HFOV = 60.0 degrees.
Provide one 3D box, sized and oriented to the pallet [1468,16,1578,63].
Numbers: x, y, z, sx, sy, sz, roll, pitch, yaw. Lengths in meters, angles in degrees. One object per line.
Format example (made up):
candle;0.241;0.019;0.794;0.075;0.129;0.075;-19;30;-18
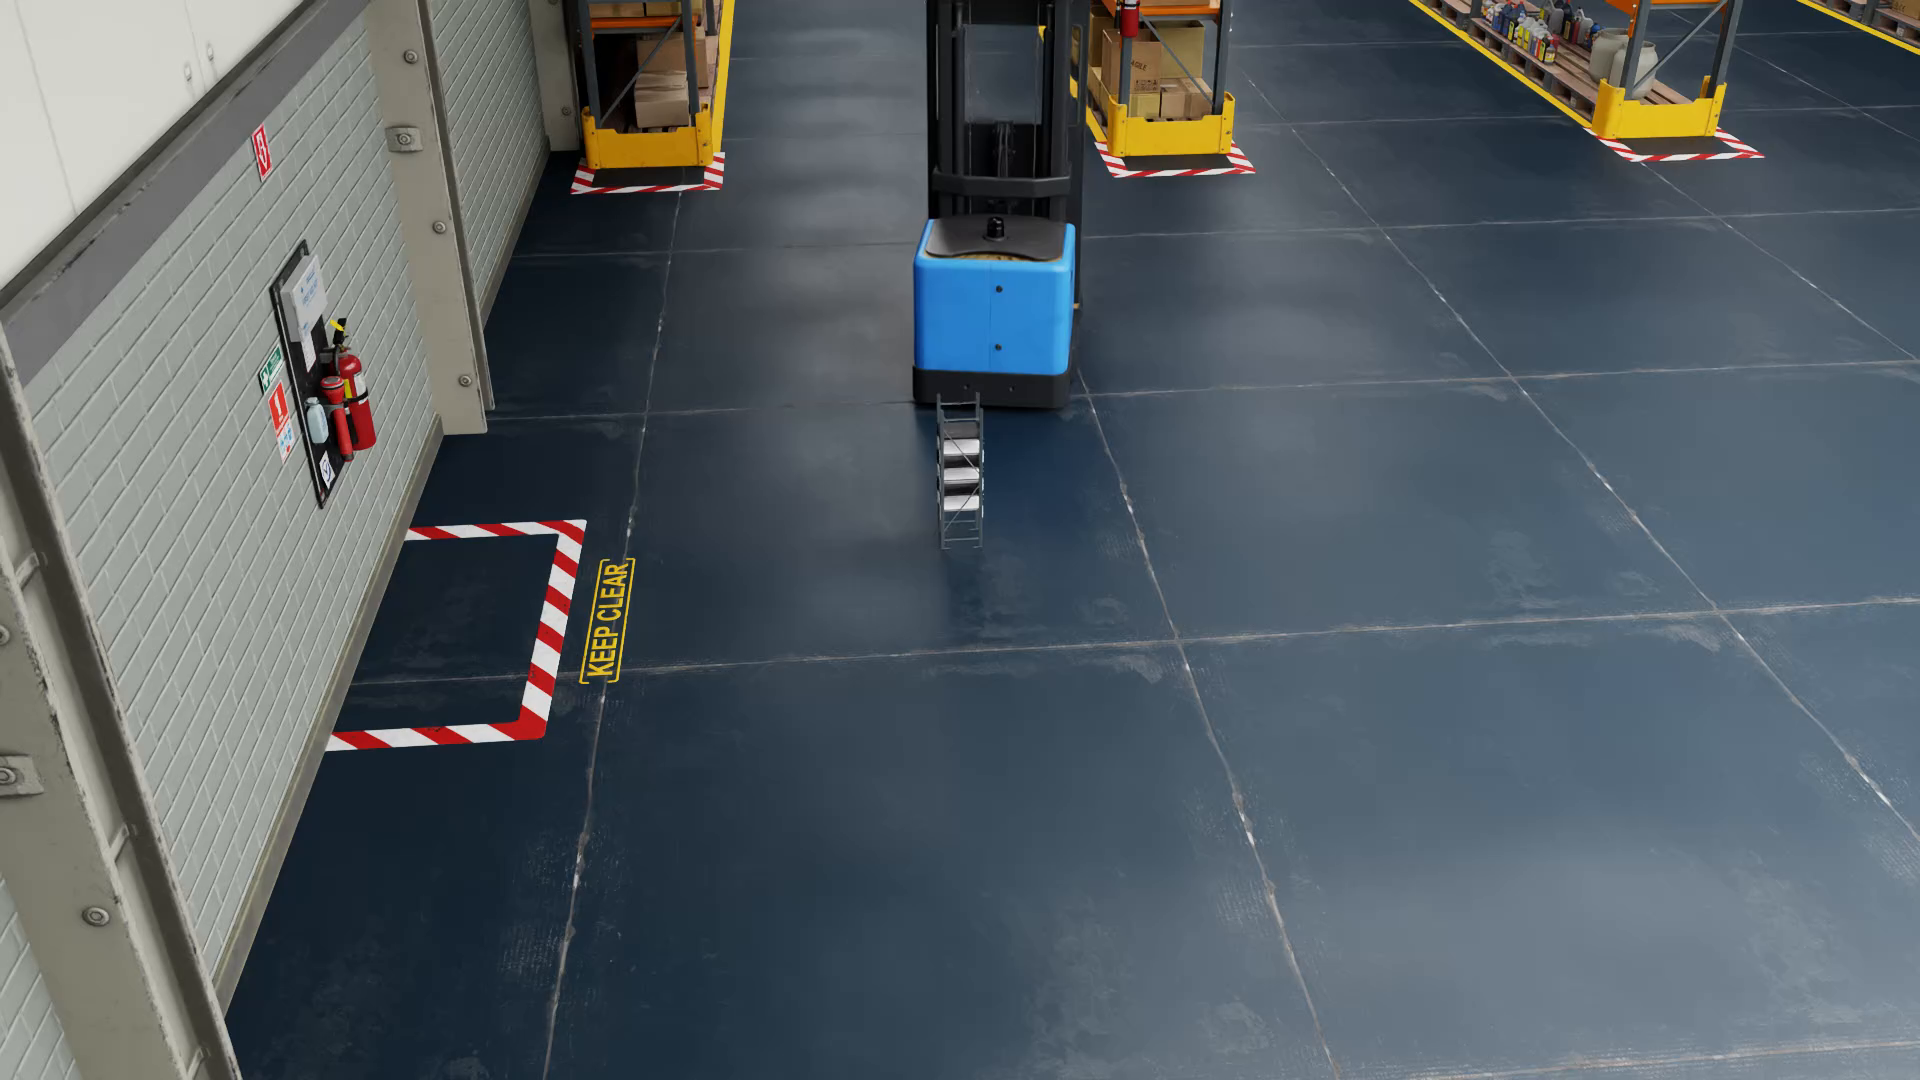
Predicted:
pallet;6.591;-5.808;19.267;1.003;0.211;1.213;-3;31;-5

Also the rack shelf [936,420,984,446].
rack shelf;-0.001;-0.594;9.405;0.258;0.077;0.200;-3;31;-5

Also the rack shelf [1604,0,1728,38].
rack shelf;6.756;-6.020;17.605;1.077;0.370;4.000;-3;31;-5

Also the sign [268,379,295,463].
sign;-3.145;-0.550;7.711;0.001;0.329;0.234;-3;31;-5

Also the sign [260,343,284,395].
sign;-3.136;-0.780;7.580;0.001;0.109;0.331;-3;31;-5

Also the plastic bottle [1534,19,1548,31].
plastic bottle;6.434;-5.644;18.501;0.152;0.276;0.135;-3;31;-5

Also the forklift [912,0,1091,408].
forklift;0.344;-2.867;11.691;1.130;2.935;3.031;3;31;5

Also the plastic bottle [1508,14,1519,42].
plastic bottle;6.223;-5.758;18.684;0.061;0.283;0.133;-1;31;-2

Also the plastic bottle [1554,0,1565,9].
plastic bottle;6.917;-6.086;19.169;0.144;0.351;0.185;-4;31;-6

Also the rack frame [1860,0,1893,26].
rack frame;11.501;-7.587;19.527;1.000;3.000;0.127;-3;31;-5

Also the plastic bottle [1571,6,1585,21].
plastic bottle;6.965;-5.824;18.729;0.144;0.351;0.185;-3;31;-5

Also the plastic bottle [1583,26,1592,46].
plastic bottle;7.014;-5.617;18.529;0.097;0.201;0.097;0;31;0

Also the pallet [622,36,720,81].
pallet;-3.196;-5.337;18.479;1.003;0.211;1.213;-3;31;-5

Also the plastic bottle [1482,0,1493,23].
plastic bottle;6.163;-6.184;19.409;0.097;0.271;0.097;0;31;0

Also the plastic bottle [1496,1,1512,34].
plastic bottle;6.232;-5.969;18.973;0.144;0.351;0.185;-2;31;-3

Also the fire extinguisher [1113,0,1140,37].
fire extinguisher;1.560;-4.956;15.198;0.296;0.674;0.183;-3;31;-5

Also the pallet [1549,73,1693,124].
pallet;6.819;-4.562;17.182;1.003;0.211;1.213;-3;31;-5

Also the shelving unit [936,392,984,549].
shelving unit;-0.001;-0.390;9.526;0.258;0.900;0.210;-3;31;-5

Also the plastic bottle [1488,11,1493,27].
plastic bottle;6.182;-6.050;19.253;0.097;0.201;0.097;0;31;0

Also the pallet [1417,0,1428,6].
pallet;6.340;-7.176;21.558;1.003;0.211;1.213;-3;31;-5

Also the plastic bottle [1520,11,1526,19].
plastic bottle;6.366;-5.867;18.879;0.097;0.271;0.097;0;31;0

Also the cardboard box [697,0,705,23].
cardboard box;-3.379;-6.366;19.491;0.700;0.500;0.500;-2;31;-3

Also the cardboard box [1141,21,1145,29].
cardboard box;2.074;-5.188;17.051;0.500;0.500;0.500;-3;31;-5

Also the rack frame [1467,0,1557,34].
rack frame;6.570;-7.350;19.130;1.000;3.000;0.127;-3;31;-5

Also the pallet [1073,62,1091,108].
pallet;1.787;-4.885;17.722;1.003;0.211;1.213;-3;31;-5

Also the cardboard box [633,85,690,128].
cardboard box;-2.895;-4.225;16.091;0.500;0.311;0.500;-6;31;-10

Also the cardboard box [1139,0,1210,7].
cardboard box;1.980;-5.354;15.691;0.700;0.500;0.500;-3;31;-5

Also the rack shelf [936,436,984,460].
rack shelf;-0.001;-0.516;9.451;0.258;0.077;0.200;-3;31;-5

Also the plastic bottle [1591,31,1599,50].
plastic bottle;7.034;-5.512;18.353;0.097;0.201;0.097;0;31;0

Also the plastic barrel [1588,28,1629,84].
plastic barrel;6.759;-5.008;17.226;0.421;0.512;0.421;0;31;0

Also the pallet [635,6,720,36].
pallet;-3.368;-6.075;19.715;1.003;0.211;1.213;-3;31;-5

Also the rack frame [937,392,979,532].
rack frame;-0.010;-0.442;9.613;0.240;0.900;0.006;-3;31;-5

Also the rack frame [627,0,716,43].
rack frame;-3.294;-6.875;18.335;1.000;3.000;0.127;-3;31;-5

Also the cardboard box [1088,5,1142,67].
cardboard box;1.557;-5.163;17.010;0.500;0.500;0.500;-3;31;-5

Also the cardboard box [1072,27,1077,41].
cardboard box;1.463;-5.674;17.864;0.500;0.500;0.500;-3;31;-5

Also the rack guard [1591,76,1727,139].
rack guard;6.889;-4.271;16.413;1.175;0.500;0.348;-3;31;-5

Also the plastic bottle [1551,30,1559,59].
plastic bottle;6.445;-5.382;18.056;0.061;0.283;0.133;-3;31;-5

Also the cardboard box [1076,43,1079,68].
cardboard box;1.515;-5.097;17.630;0.500;0.250;0.500;-3;31;-5

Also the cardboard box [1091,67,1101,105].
cardboard box;1.608;-4.586;16.775;0.500;0.250;0.500;-3;31;-5

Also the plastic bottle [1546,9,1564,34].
plastic bottle;6.789;-5.936;18.991;0.152;0.276;0.135;-3;31;-5

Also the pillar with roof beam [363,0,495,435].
pillar with roof beam;1.000;-4.867;9.123;9.100;9.000;0.400;-3;31;-5

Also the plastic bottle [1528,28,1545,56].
plastic bottle;6.326;-5.445;18.167;0.152;0.276;0.135;-4;31;-6

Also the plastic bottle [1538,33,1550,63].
plastic bottle;6.306;-5.306;17.927;0.061;0.283;0.133;-2;31;-3

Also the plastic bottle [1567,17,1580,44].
plastic bottle;6.870;-5.706;18.598;0.061;0.283;0.133;-3;31;-5

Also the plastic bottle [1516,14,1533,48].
plastic bottle;6.289;-5.656;18.448;0.144;0.351;0.185;-3;31;-5

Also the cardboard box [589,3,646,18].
cardboard box;-3.157;-5.006;15.333;0.500;0.250;0.500;-2;31;-4

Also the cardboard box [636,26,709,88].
cardboard box;-2.968;-4.974;17.161;0.700;0.500;0.500;-5;31;-8

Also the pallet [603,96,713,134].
pallet;-2.968;-4.091;16.393;1.003;0.211;1.213;-3;31;-5

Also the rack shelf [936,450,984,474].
rack shelf;-0.001;-0.439;9.497;0.258;0.077;0.200;-3;31;-5

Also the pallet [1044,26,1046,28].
pallet;1.530;-6.292;20.077;1.003;0.211;1.213;-3;31;-5

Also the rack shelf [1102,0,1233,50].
rack shelf;1.824;-5.784;17.211;1.077;0.370;4.000;-3;31;-5
